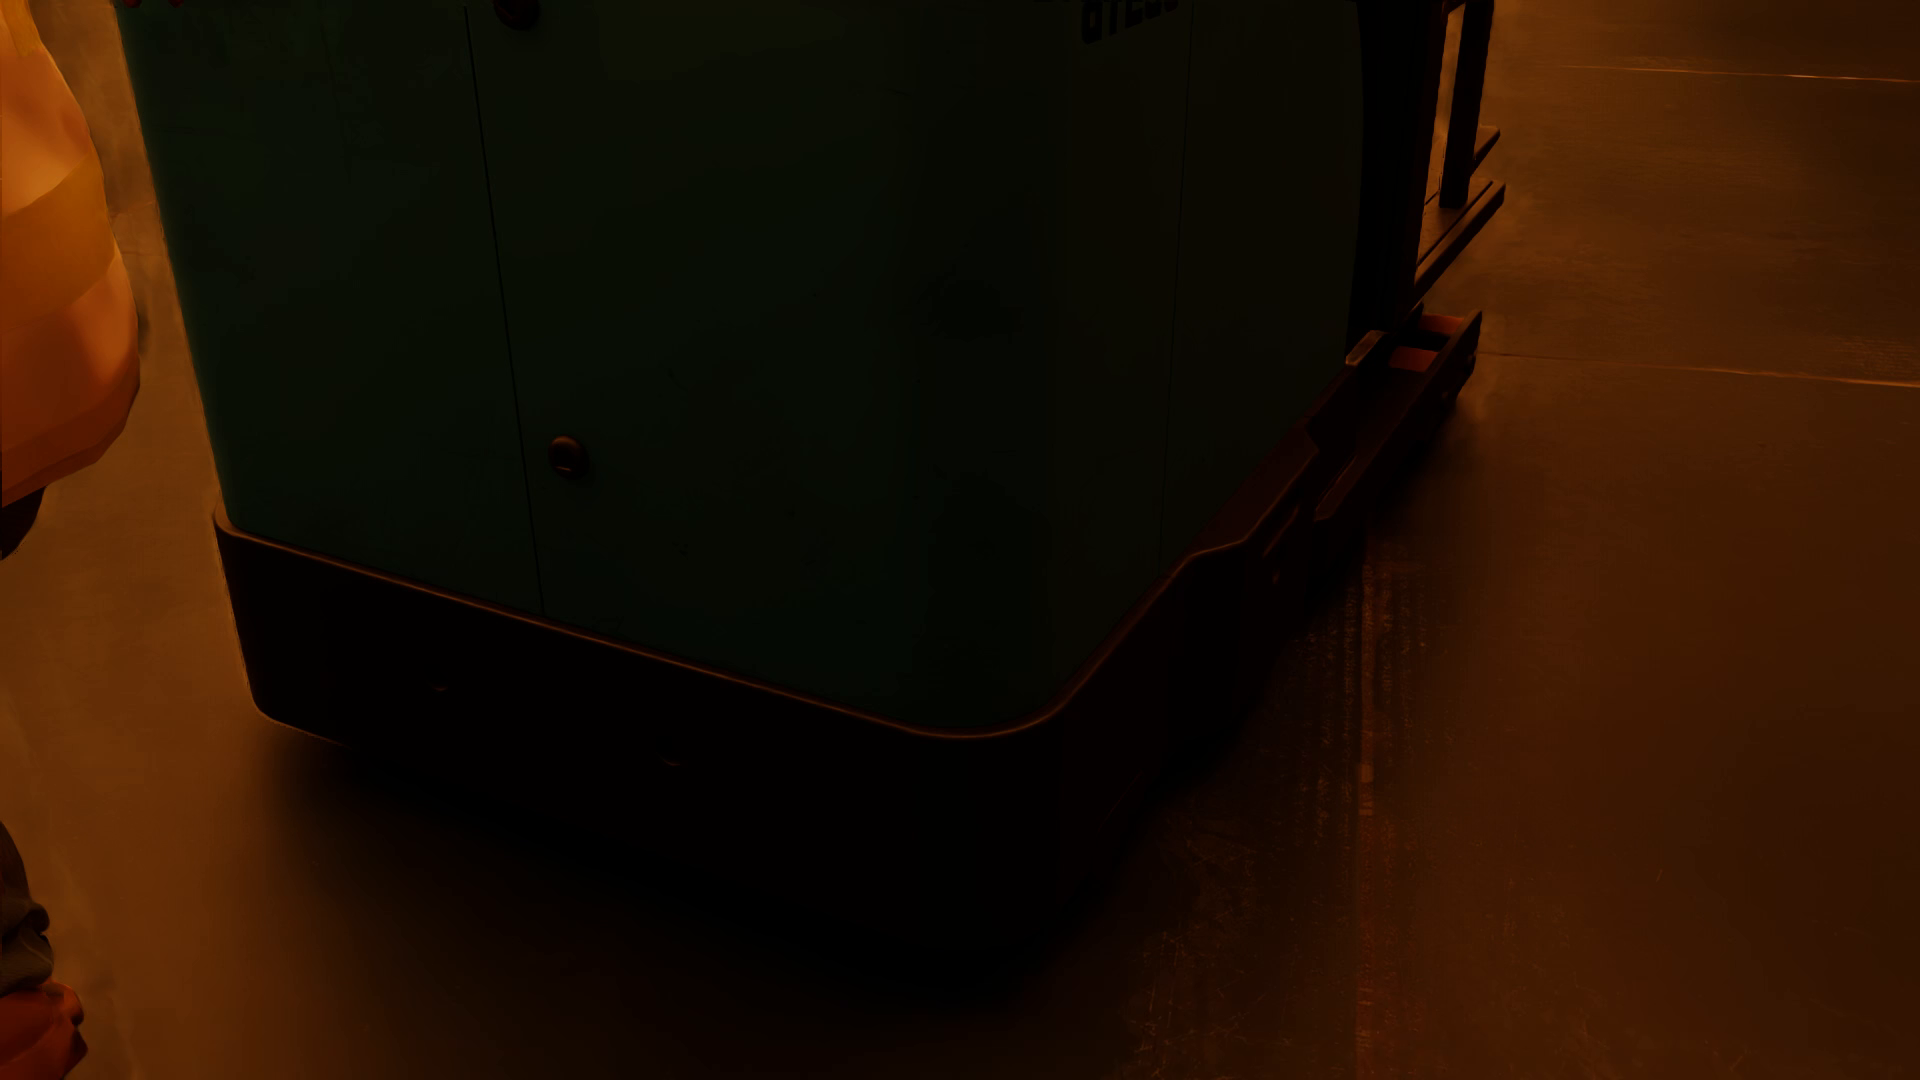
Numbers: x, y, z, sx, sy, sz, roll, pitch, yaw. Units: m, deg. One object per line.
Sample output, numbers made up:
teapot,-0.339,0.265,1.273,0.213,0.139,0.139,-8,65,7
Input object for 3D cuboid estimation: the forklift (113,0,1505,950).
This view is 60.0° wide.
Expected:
forklift,0.279,-1.553,2.325,1.130,2.935,3.031,13,30,24

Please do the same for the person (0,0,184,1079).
person,-0.952,-0.153,1.010,0.905,1.621,1.119,15,30,27
